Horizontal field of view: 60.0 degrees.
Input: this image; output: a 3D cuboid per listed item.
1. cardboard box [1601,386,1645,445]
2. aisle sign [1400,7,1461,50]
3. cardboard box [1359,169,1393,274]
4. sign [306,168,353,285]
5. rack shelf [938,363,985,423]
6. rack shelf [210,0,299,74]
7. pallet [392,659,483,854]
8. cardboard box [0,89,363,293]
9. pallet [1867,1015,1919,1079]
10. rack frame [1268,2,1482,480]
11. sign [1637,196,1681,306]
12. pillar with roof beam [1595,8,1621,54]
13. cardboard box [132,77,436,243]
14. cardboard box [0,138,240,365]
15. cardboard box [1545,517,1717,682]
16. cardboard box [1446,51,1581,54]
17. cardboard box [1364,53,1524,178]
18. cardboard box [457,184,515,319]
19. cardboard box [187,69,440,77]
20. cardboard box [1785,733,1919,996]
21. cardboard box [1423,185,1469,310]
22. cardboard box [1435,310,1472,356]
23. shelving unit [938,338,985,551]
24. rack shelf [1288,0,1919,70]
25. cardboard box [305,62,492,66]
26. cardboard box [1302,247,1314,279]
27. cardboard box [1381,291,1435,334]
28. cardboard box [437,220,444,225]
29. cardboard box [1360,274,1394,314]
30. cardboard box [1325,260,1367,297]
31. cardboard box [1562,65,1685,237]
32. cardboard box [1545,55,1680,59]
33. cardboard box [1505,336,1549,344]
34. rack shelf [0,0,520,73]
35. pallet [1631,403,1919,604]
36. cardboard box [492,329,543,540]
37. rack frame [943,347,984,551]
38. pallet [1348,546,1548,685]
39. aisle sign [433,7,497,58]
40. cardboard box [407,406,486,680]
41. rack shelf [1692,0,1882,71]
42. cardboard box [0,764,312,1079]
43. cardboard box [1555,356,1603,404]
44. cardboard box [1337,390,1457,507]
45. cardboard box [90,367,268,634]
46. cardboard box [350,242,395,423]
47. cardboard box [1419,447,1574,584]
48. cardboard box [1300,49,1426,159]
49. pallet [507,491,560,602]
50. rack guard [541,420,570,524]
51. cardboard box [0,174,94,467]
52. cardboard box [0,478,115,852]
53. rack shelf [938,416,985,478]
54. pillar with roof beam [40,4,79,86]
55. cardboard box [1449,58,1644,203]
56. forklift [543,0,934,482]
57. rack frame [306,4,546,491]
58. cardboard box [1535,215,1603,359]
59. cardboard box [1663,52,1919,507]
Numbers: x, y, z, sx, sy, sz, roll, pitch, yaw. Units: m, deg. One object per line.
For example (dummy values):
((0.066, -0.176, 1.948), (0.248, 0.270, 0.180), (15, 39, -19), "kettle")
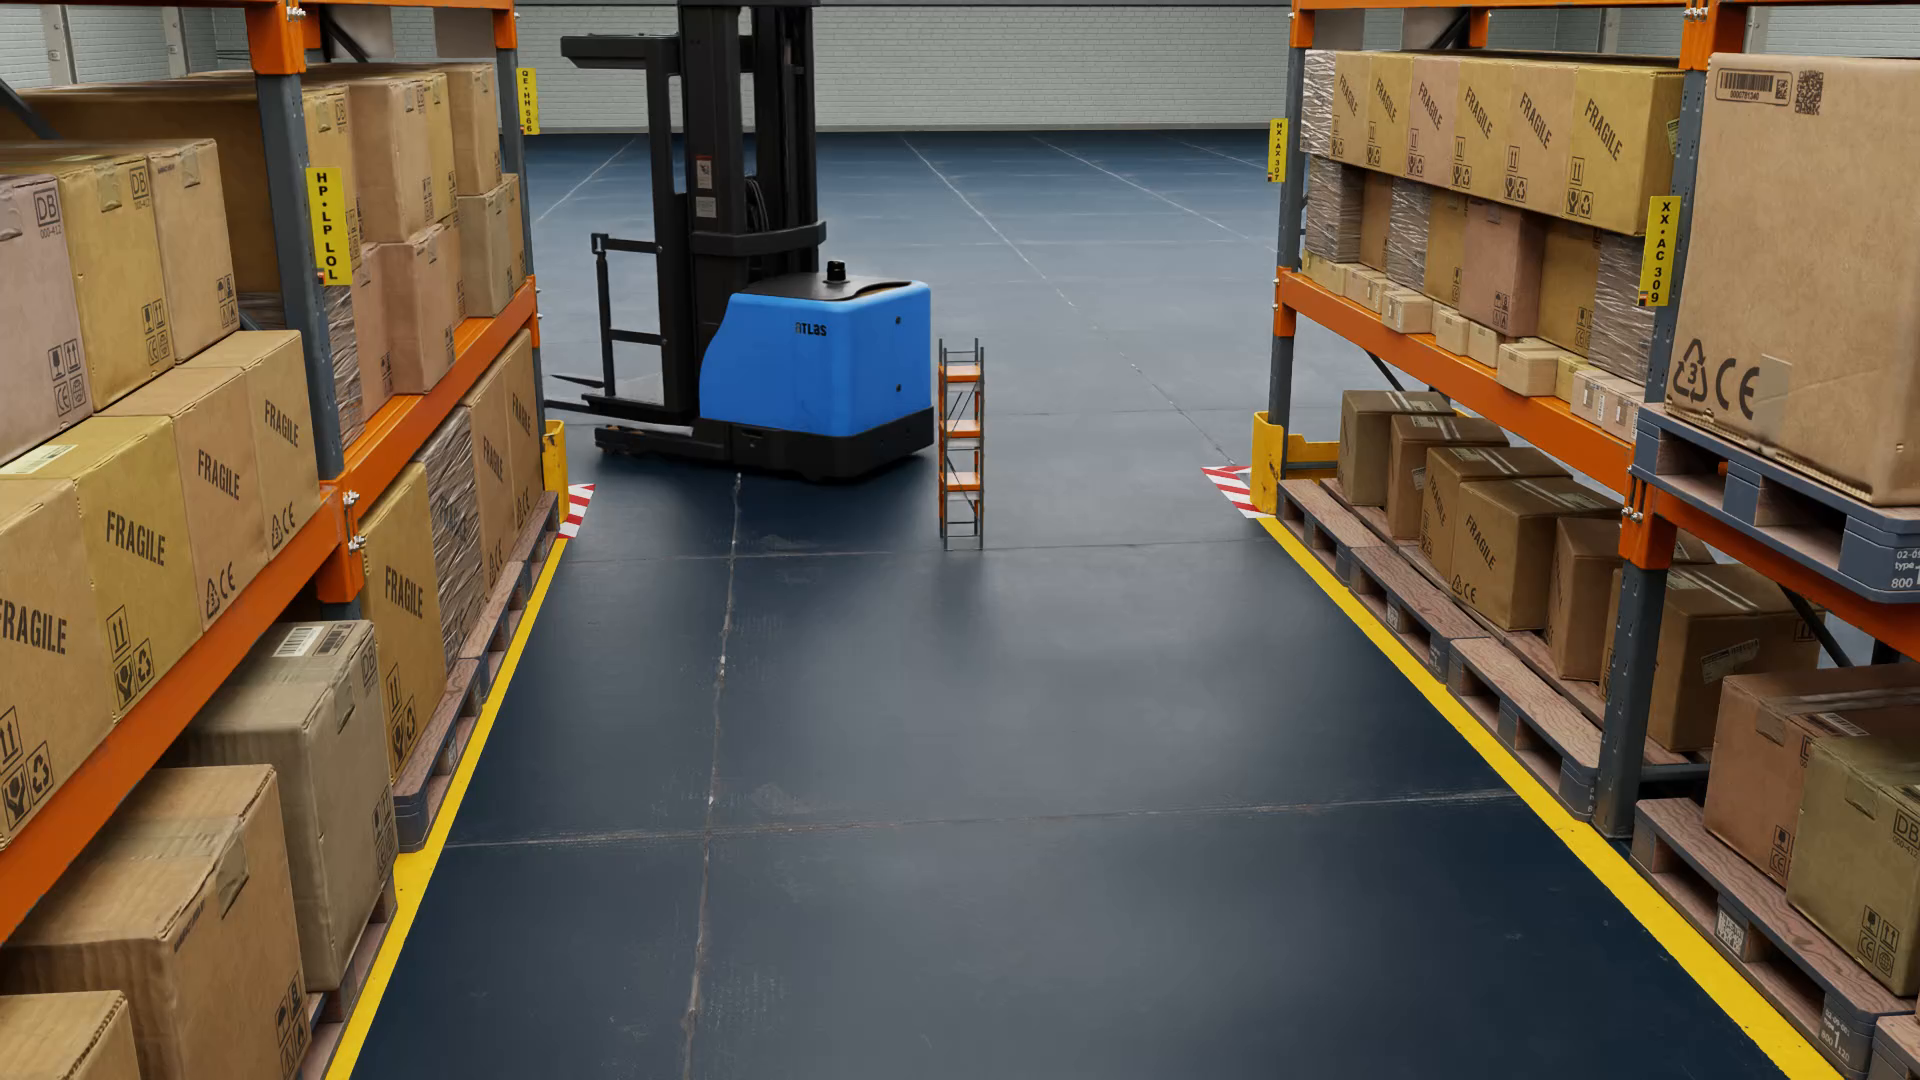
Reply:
((2.317, -0.403, 5.372), (0.380, 0.149, 0.250), (-2, 18, -6), "cardboard box")
((2.511, -2.928, 8.654), (0.394, 0.787, 0.004), (-2, 18, -6), "aisle sign")
((2.419, -1.539, 7.908), (0.875, 0.500, 0.500), (-2, 18, -6), "cardboard box")
((-1.774, -0.879, 4.668), (0.100, 0.325, 0.005), (-2, 18, -6), "sign")
((0.006, -0.746, 8.387), (0.215, 0.259, 0.240), (-2, 18, -6), "rack shelf")
((-2.106, -0.837, 2.528), (1.077, 0.370, 4.000), (-2, 18, -6), "rack shelf")
((-2.313, 0.757, 5.914), (1.003, 0.211, 1.213), (-2, 18, -6), "pallet")
((-2.316, -1.042, 4.936), (0.875, 0.550, 0.550), (-2, 18, -6), "cardboard box")
((2.842, 1.459, 3.678), (1.003, 0.211, 1.213), (-2, 18, -6), "pallet")
((2.219, -1.660, 8.955), (1.000, 3.000, 0.127), (-2, 18, -6), "rack frame")
((2.093, -0.862, 4.969), (0.100, 0.325, 0.005), (-2, 18, -6), "sign")
((10.556, -13.604, 36.986), (9.100, 9.000, 0.400), (-2, 18, -6), "pillar with roof beam")
((-2.407, -1.368, 5.973), (0.875, 0.550, 0.550), (-2, 18, -6), "cardboard box")
((-2.255, -0.722, 4.132), (0.700, 0.500, 0.500), (-2, 18, -7), "cardboard box")
((2.564, 0.234, 6.397), (0.500, 0.500, 0.500), (4, 18, 12), "cardboard box")
((2.579, -2.021, 7.774), (0.500, 0.500, 0.500), (-2, 18, -6), "cardboard box")
((2.102, -1.856, 7.248), (0.500, 0.500, 0.500), (-2, 18, -6), "cardboard box")
((-2.563, -1.336, 7.673), (0.875, 0.550, 0.550), (-2, 18, -6), "cardboard box")
((-2.654, -1.679, 6.965), (0.875, 0.550, 0.550), (-2, 18, -6), "cardboard box")
((2.704, 0.841, 4.428), (0.700, 0.500, 0.500), (-2, 18, -6), "cardboard box")
((2.468, -1.240, 6.954), (0.875, 0.500, 0.500), (-2, 18, -6), "cardboard box")
((2.177, -0.850, 6.797), (0.380, 0.149, 0.250), (-2, 18, -6), "cardboard box")
((0.006, -0.485, 8.469), (0.215, 1.050, 0.252), (-2, 18, -6), "shelving unit")
((2.425, -2.152, 6.716), (1.077, 0.370, 4.000), (-2, 18, -6), "rack shelf")
((-2.725, -2.011, 8.023), (0.875, 0.550, 0.550), (-2, 18, -6), "cardboard box")
((2.011, -1.447, 8.699), (0.380, 0.149, 0.250), (-2, 18, -6), "cardboard box")
((2.070, -0.997, 7.266), (0.380, 0.149, 0.250), (-2, 18, -6), "cardboard box")
((-2.534, -1.008, 6.630), (0.875, 0.550, 0.500), (-2, 18, -6), "cardboard box")
((2.094, -1.149, 7.748), (0.380, 0.149, 0.250), (-2, 18, -6), "cardboard box")
((2.029, -1.297, 8.221), (0.380, 0.149, 0.250), (-2, 18, -6), "cardboard box")
((2.312, -1.260, 5.350), (0.500, 0.500, 0.500), (-2, 18, -6), "cardboard box")
((2.671, -1.723, 6.824), (0.500, 0.500, 0.500), (-2, 18, -6), "cardboard box")
((2.303, -0.704, 6.330), (0.380, 0.149, 0.250), (-2, 18, -6), "cardboard box")
((-2.519, -2.028, 6.324), (1.077, 0.370, 4.000), (-2, 18, -6), "rack shelf")
((2.566, -0.144, 4.448), (1.003, 0.211, 1.213), (-2, 18, -6), "pallet")
((-2.589, -0.523, 8.181), (0.875, 0.875, 0.875), (-2, 18, -5), "cardboard box")
((0.018, -0.449, 8.353), (0.200, 1.050, 0.008), (-2, 18, -6), "rack frame")
((2.398, 0.299, 7.371), (1.003, 0.211, 1.213), (-2, 18, -6), "pallet")
((-2.434, -2.807, 8.271), (0.394, 0.787, 0.004), (-2, 18, -6), "aisle sign")
((-2.404, 0.011, 6.481), (0.875, 0.875, 0.875), (-2, 18, -5), "cardboard box")
((2.838, -0.960, 2.920), (1.077, 0.370, 4.000), (-2, 18, -6), "rack shelf")
((-2.063, 0.998, 3.545), (1.050, 0.750, 0.750), (-2, 18, -6), "cardboard box")
((2.335, -0.554, 5.853), (0.380, 0.149, 0.250), (-2, 18, -6), "cardboard box")
((2.267, -0.481, 8.673), (0.500, 0.500, 0.500), (1, 17, 5), "cardboard box")
((-1.940, -0.095, 3.804), (0.500, 0.500, 0.500), (-2, 18, -6), "cardboard box")
((-2.441, -0.689, 5.613), (0.875, 0.550, 0.550), (-2, 18, -6), "cardboard box")
((2.408, -0.117, 7.513), (0.500, 0.500, 0.500), (0, 17, 0), "cardboard box")
((2.005, -2.154, 8.197), (0.500, 0.500, 0.500), (-2, 18, -6), "cardboard box")
((-2.565, 0.030, 8.230), (1.003, 0.211, 1.213), (-2, 18, -6), "pallet")
((-2.727, -0.351, 8.960), (1.175, 0.500, 0.348), (-2, 18, -6), "rack guard")
((-2.148, -0.418, 3.164), (0.700, 0.500, 0.500), (-2, 18, -5), "cardboard box")
((-1.834, 0.207, 2.843), (0.500, 0.500, 0.500), (-2, 18, -6), "cardboard box")
((0.006, -0.475, 8.472), (0.215, 0.259, 0.240), (-2, 18, -6), "rack shelf")
((-11.593, -11.109, 29.040), (9.100, 9.000, 0.400), (-2, 18, -6), "pillar with roof beam")
((2.208, -1.558, 6.299), (0.500, 0.500, 0.500), (-2, 18, -6), "cardboard box")
((-1.694, -2.040, 10.281), (3.031, 2.935, 1.130), (10, 20, 29), "forklift")
((-2.725, -1.536, 8.563), (1.000, 3.000, 0.127), (-2, 18, -6), "rack frame")
((2.630, -0.943, 6.011), (0.875, 0.500, 0.500), (-2, 18, -6), "cardboard box")
((2.574, -0.713, 4.239), (1.000, 1.000, 1.000), (-2, 18, -5), "cardboard box")
